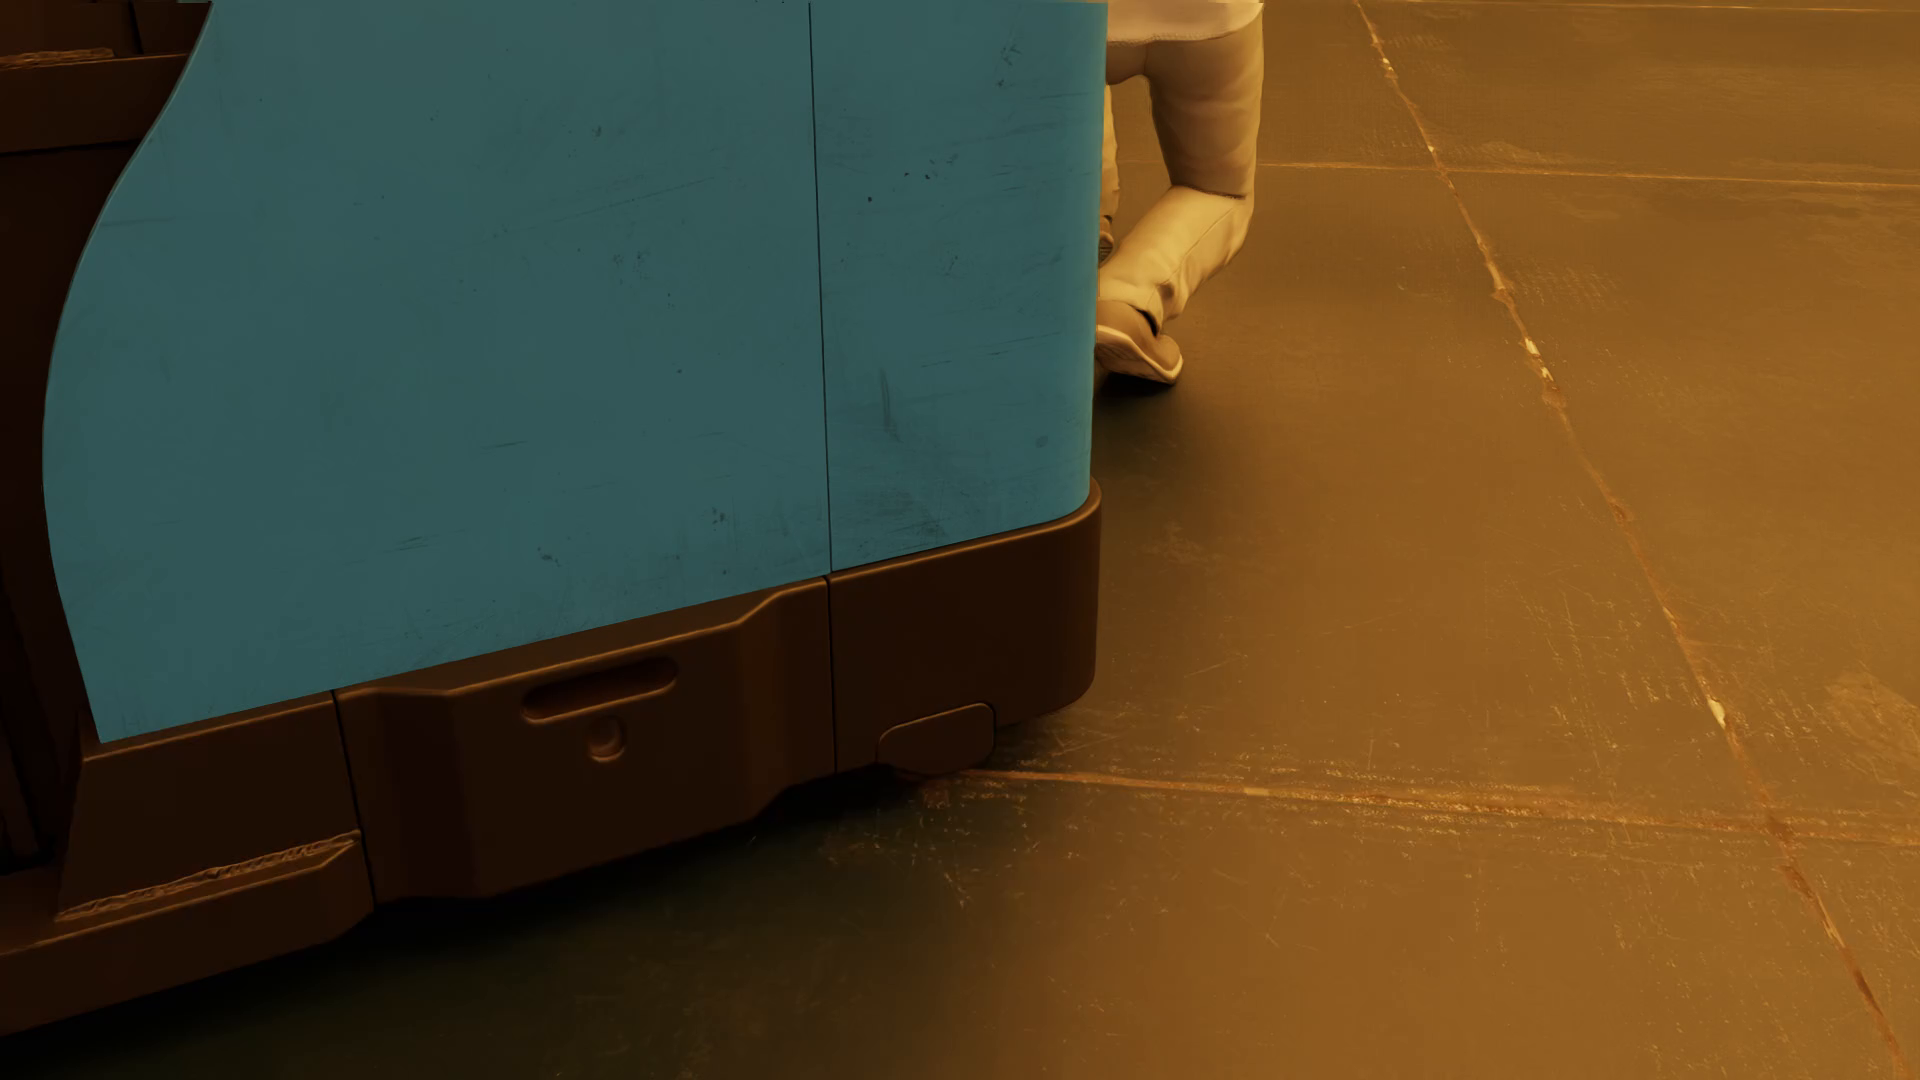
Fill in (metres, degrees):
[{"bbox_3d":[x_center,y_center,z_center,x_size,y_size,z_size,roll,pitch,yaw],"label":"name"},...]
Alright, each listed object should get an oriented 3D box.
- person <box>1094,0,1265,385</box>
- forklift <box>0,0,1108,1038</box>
[{"bbox_3d":[0.027,-1.063,3.005,1.078,1.535,0.880,1,27,2],"label":"person"},{"bbox_3d":[-1.385,-0.964,1.149,3.031,2.935,1.130,-13,29,-24],"label":"forklift"}]
